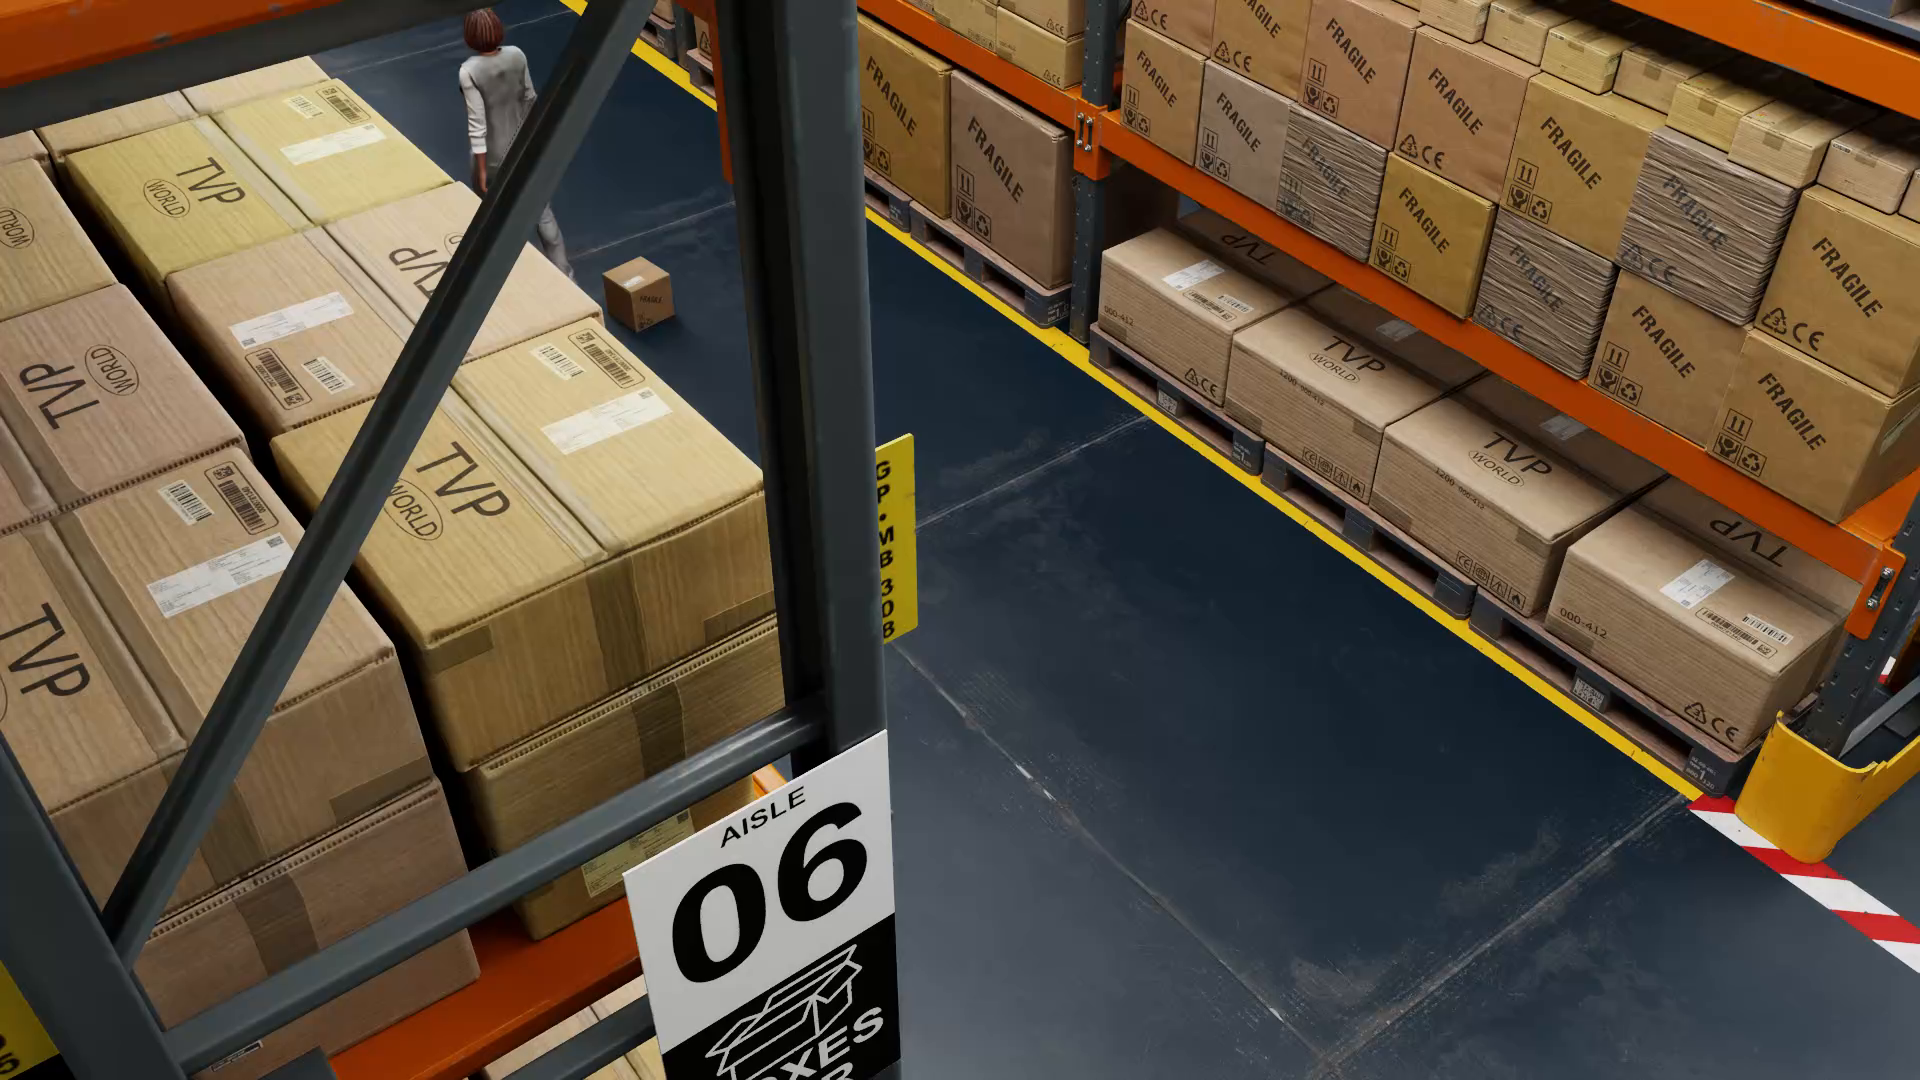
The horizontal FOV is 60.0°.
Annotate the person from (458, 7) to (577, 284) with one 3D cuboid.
[{"bbox_3d":[-2.349,-2.018,8.493,0.444,1.531,0.900,-28,48,-29],"label":"person"}]
